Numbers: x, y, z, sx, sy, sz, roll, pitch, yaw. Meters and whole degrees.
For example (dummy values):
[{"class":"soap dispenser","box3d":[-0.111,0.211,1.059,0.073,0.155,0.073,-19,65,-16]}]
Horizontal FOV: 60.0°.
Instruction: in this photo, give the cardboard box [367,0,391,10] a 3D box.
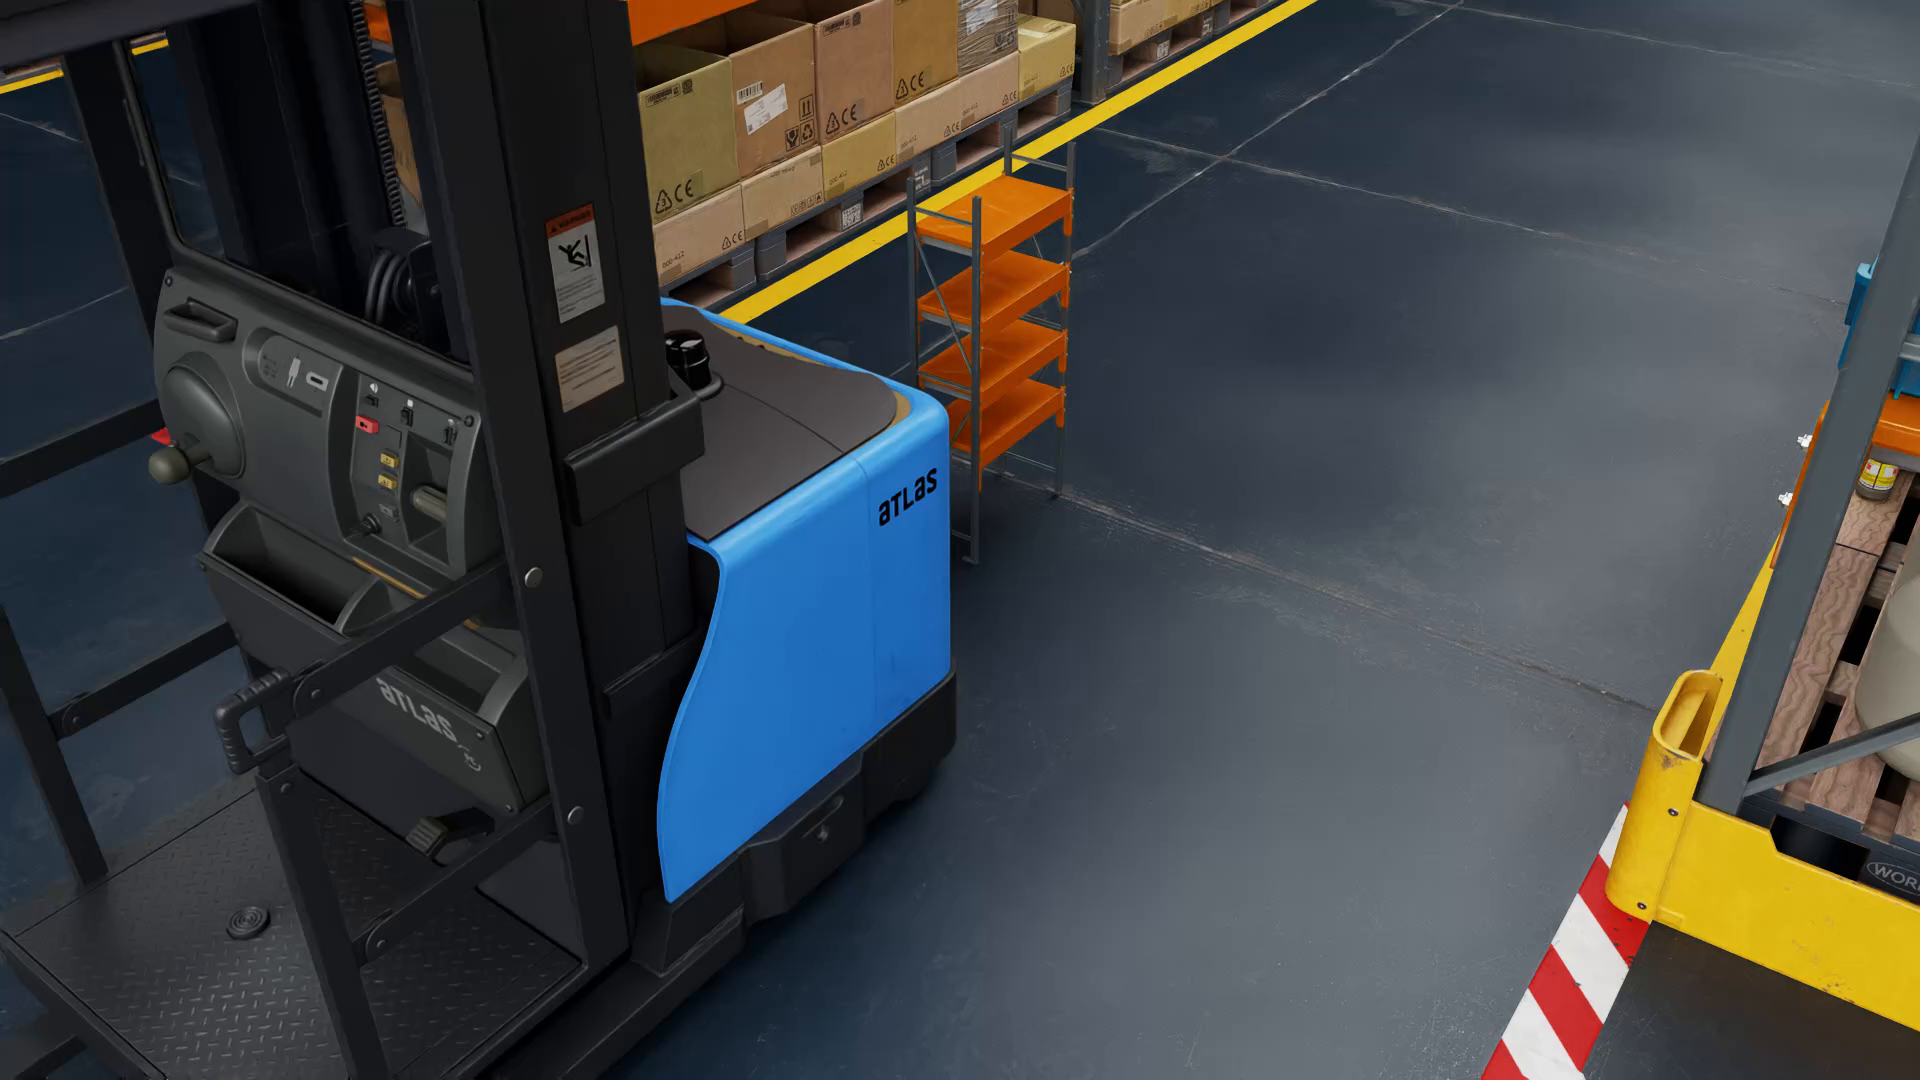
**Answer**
[{"class":"cardboard box","box3d":[-1.693,-2.059,5.528,0.700,0.500,0.500,21,39,28]}]

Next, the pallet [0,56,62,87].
[{"class":"pallet","box3d":[-5.506,-2.630,8.951,1.003,0.211,1.213,21,39,28]}]

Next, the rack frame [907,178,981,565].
[{"class":"rack frame","box3d":[-0.045,-0.461,4.860,0.240,1.200,0.015,21,39,28]}]

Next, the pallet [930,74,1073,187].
[{"class":"pallet","box3d":[-0.177,-2.140,8.226,1.003,0.211,1.213,21,39,28]}]

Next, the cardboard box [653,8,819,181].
[{"class":"cardboard box","box3d":[-0.923,-1.793,6.635,0.500,0.500,0.500,21,39,28]}]

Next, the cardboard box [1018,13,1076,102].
[{"class":"cardboard box","box3d":[0.226,-2.400,8.200,0.500,0.250,0.500,21,39,28]}]

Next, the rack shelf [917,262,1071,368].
[{"class":"rack shelf","box3d":[0.094,-0.703,4.939,0.258,0.148,0.480,21,39,28]}]

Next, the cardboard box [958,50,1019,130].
[{"class":"cardboard box","box3d":[-0.067,-2.173,7.865,0.500,0.250,0.500,21,39,28]}]

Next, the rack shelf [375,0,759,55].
[{"class":"rack shelf","box3d":[-0.829,-2.430,6.807,1.077,0.370,4.000,21,39,28]}]

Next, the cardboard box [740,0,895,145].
[{"class":"cardboard box","box3d":[-0.624,-2.018,6.967,0.500,0.500,0.500,21,39,28]}]

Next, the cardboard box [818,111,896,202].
[{"class":"cardboard box","box3d":[-0.624,-1.708,7.177,0.500,0.250,0.500,21,39,28]}]

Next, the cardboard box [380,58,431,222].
[{"class":"cardboard box","box3d":[-1.908,-1.495,6.193,0.500,0.500,0.500,21,39,28]}]

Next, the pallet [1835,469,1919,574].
[{"class":"pallet","box3d":[3.266,-0.049,5.135,1.003,0.211,1.213,21,39,28]}]

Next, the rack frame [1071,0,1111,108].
[{"class":"rack frame","box3d":[0.311,-3.648,7.967,1.000,3.000,0.127,21,39,28]}]

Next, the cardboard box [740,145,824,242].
[{"class":"cardboard box","box3d":[-0.913,-1.479,6.839,0.500,0.250,0.500,21,39,28]}]

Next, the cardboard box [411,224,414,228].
[{"class":"cardboard box","box3d":[-1.906,-1.183,6.402,0.500,0.250,0.500,21,39,28]}]

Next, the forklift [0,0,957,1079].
[{"class":"forklift","box3d":[1.149,-1.349,3.942,3.137,3.703,8.490,23,40,30]}]

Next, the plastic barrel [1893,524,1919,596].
[{"class":"plastic barrel","box3d":[2.696,0.075,4.307,0.421,0.512,0.421,0,34,0]}]

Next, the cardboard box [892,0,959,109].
[{"class":"cardboard box","box3d":[-0.350,-2.253,7.314,0.500,0.500,0.500,21,39,28]}]

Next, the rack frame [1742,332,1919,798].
[{"class":"rack frame","box3d":[2.100,-0.222,2.901,0.949,2.616,0.053,21,39,28]}]

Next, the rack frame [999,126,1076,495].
[{"class":"rack frame","box3d":[0.234,-0.685,5.193,0.240,1.200,0.015,21,39,28]}]

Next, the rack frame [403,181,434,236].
[{"class":"rack frame","box3d":[-1.969,-1.807,5.245,1.000,3.000,0.127,21,39,28]}]

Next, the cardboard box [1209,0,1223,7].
[{"class":"cardboard box","box3d":[1.330,-3.263,9.478,0.500,0.250,0.500,20,39,27]}]

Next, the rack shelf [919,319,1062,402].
[{"class":"rack shelf","box3d":[0.094,-0.550,5.042,0.221,0.050,0.457,21,39,28]}]

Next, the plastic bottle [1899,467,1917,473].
[{"class":"plastic bottle","box3d":[2.951,-0.370,5.158,0.152,0.276,0.135,22,40,29]}]

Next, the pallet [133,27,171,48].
[{"class":"pallet","box3d":[-4.809,-3.189,9.778,1.003,0.211,1.213,21,39,28]}]

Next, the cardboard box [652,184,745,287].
[{"class":"cardboard box","box3d":[-1.199,-1.249,6.499,0.500,0.250,0.500,21,39,28]}]

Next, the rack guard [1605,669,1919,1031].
[{"class":"rack guard","box3d":[2.102,0.762,3.677,1.175,0.500,0.348,21,39,28]}]

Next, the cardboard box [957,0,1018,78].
[{"class":"cardboard box","box3d":[-0.068,-2.484,7.656,0.500,0.500,0.500,21,39,28]}]

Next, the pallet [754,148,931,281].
[{"class":"pallet","box3d":[-0.872,-1.577,7.393,1.003,0.211,1.213,21,39,28]}]

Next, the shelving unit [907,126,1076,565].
[{"class":"shelving unit","box3d":[0.094,-0.573,5.027,0.258,1.200,0.503,21,39,28]}]

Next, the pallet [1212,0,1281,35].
[{"class":"pallet","box3d":[1.394,-3.408,10.101,1.003,0.211,1.213,21,39,28]}]

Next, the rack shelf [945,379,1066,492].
[{"class":"rack shelf","box3d":[0.094,-0.353,5.175,0.258,0.148,0.480,21,39,28]}]

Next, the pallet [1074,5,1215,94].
[{"class":"pallet","box3d":[0.699,-2.844,9.268,1.003,0.211,1.213,21,39,28]}]

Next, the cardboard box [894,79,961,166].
[{"class":"cardboard box","box3d":[-0.340,-1.938,7.518,0.500,0.250,0.500,21,39,28]}]

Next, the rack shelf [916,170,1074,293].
[{"class":"rack shelf","box3d":[0.094,-0.899,4.806,0.258,0.148,0.480,21,39,28]}]

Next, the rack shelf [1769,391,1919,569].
[{"class":"rack shelf","box3d":[3.238,-0.846,4.465,1.077,0.370,4.000,21,39,28]}]

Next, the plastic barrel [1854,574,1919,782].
[{"class":"plastic barrel","box3d":[2.410,0.306,3.966,0.421,0.512,0.421,0,34,0]}]

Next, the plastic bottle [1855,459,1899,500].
[{"class":"plastic bottle","box3d":[2.785,-0.232,5.020,0.097,0.201,0.097,0,34,0]}]

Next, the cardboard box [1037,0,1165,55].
[{"class":"cardboard box","box3d":[0.745,-2.789,8.777,0.500,0.250,0.500,20,39,27]}]

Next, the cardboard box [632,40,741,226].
[{"class":"cardboard box","box3d":[-1.197,-1.559,6.288,0.500,0.500,0.500,21,39,28]}]
